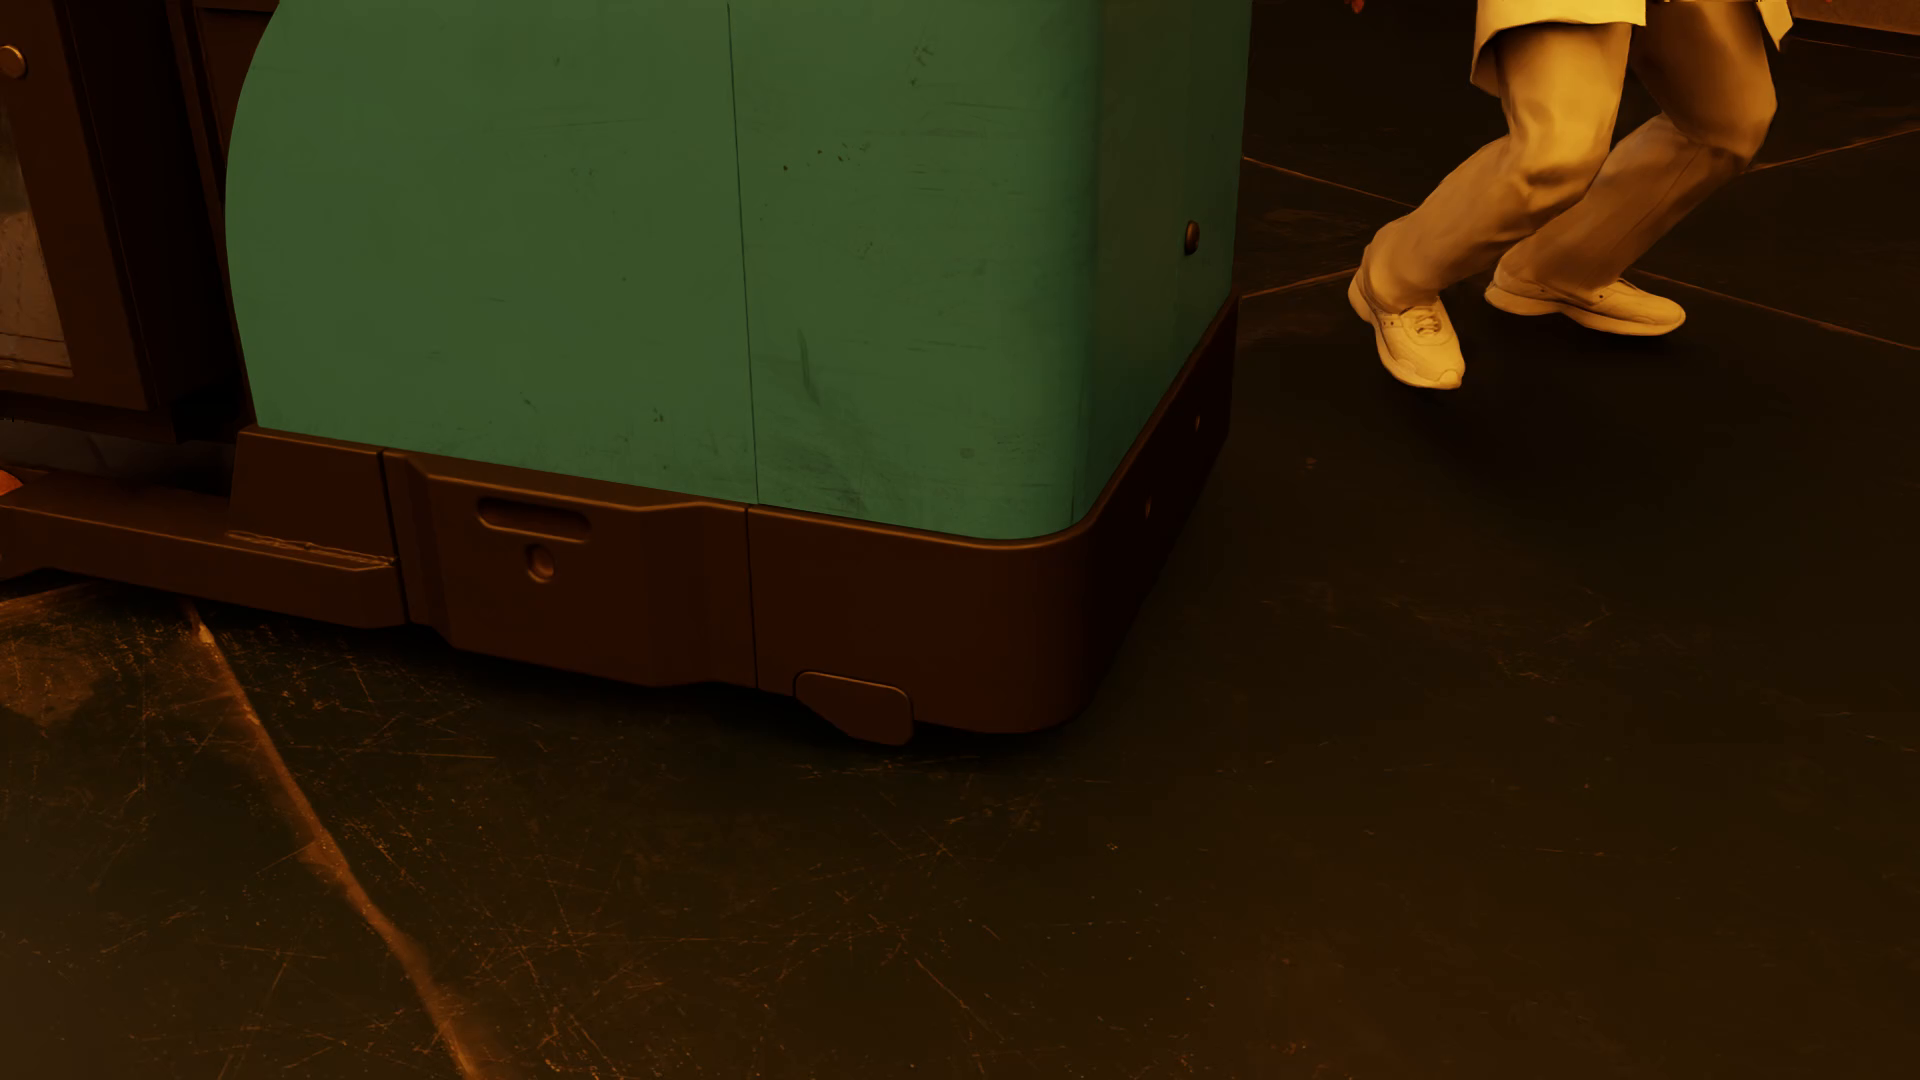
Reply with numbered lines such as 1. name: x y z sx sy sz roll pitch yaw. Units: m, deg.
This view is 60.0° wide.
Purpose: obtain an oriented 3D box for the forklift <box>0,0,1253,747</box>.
1. forklift: -1.140 -1.456 2.135 3.031 2.935 1.130 9 28 17

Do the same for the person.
1. person: 1.047 -1.047 2.702 0.963 1.631 0.596 -13 29 -24
